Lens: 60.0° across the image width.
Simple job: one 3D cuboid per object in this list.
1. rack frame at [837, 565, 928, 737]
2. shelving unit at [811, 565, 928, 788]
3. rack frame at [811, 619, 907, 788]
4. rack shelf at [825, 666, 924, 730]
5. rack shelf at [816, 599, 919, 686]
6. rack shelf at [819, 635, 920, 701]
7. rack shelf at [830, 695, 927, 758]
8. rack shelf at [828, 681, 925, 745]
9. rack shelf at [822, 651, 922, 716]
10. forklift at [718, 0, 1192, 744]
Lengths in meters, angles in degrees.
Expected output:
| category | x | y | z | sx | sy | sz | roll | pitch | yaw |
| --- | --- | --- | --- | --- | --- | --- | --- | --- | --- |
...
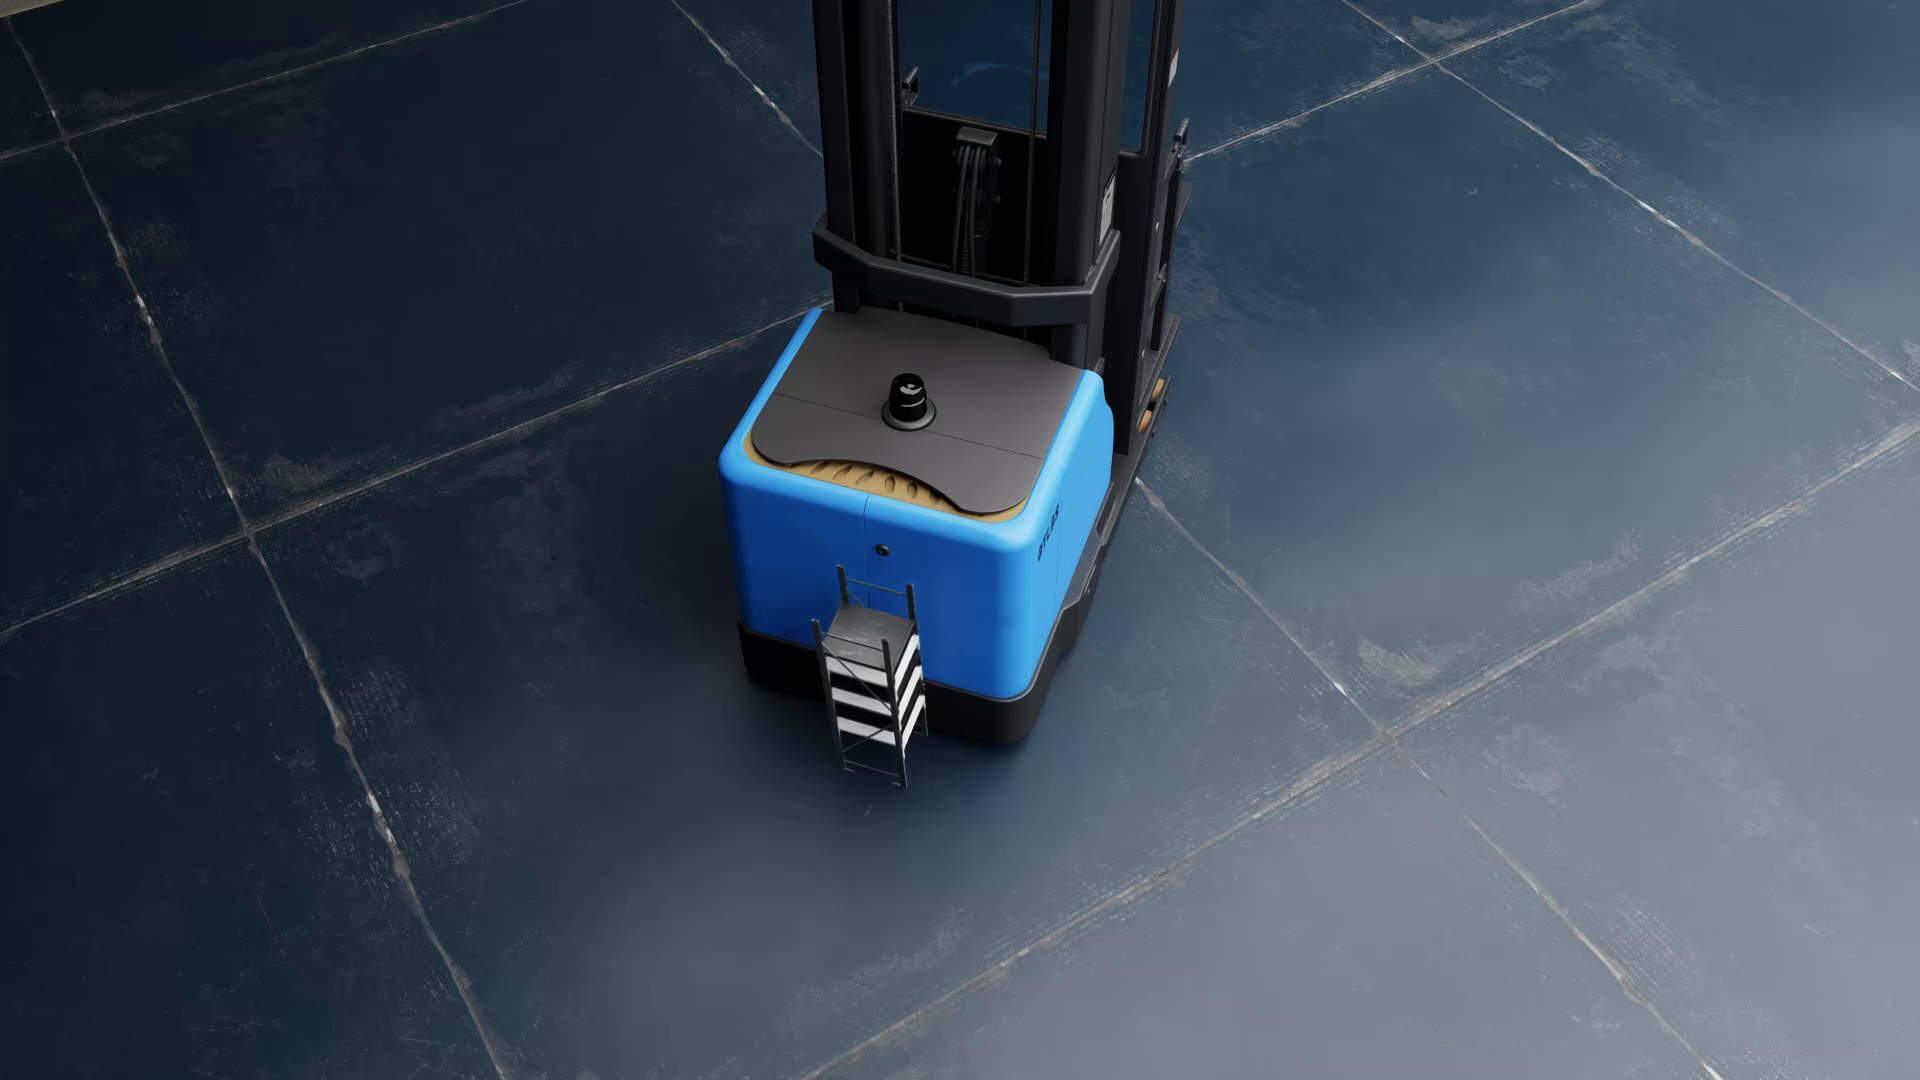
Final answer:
| category | x | y | z | sx | sy | sz | roll | pitch | yaw |
| --- | --- | --- | --- | --- | --- | --- | --- | --- | --- |
| rack frame | -0.237 | 0.370 | 5.292 | 0.240 | 0.900 | 0.006 | 15 | 56 | 13 |
| shelving unit | -0.271 | 0.448 | 5.236 | 0.258 | 0.900 | 0.210 | 15 | 56 | 13 |
| rack frame | -0.304 | 0.527 | 5.181 | 0.240 | 0.900 | 0.006 | 15 | 56 | 13 |
| rack shelf | -0.270 | 0.468 | 5.263 | 0.258 | 0.077 | 0.200 | 15 | 56 | 13 |
| rack shelf | -0.279 | 0.309 | 5.045 | 0.258 | 0.077 | 0.200 | 15 | 56 | 13 |
| rack shelf | -0.276 | 0.362 | 5.118 | 0.258 | 0.077 | 0.200 | 15 | 56 | 13 |
| rack shelf | -0.264 | 0.574 | 5.409 | 0.258 | 0.077 | 0.200 | 15 | 56 | 13 |
| rack shelf | -0.267 | 0.521 | 5.336 | 0.258 | 0.077 | 0.200 | 15 | 56 | 13 |
| rack shelf | -0.273 | 0.415 | 5.191 | 0.258 | 0.077 | 0.200 | 15 | 56 | 13 |
| forklift | 0.207 | -1.420 | 5.552 | 1.130 | 2.935 | 3.031 | 15 | 50 | 13 |
